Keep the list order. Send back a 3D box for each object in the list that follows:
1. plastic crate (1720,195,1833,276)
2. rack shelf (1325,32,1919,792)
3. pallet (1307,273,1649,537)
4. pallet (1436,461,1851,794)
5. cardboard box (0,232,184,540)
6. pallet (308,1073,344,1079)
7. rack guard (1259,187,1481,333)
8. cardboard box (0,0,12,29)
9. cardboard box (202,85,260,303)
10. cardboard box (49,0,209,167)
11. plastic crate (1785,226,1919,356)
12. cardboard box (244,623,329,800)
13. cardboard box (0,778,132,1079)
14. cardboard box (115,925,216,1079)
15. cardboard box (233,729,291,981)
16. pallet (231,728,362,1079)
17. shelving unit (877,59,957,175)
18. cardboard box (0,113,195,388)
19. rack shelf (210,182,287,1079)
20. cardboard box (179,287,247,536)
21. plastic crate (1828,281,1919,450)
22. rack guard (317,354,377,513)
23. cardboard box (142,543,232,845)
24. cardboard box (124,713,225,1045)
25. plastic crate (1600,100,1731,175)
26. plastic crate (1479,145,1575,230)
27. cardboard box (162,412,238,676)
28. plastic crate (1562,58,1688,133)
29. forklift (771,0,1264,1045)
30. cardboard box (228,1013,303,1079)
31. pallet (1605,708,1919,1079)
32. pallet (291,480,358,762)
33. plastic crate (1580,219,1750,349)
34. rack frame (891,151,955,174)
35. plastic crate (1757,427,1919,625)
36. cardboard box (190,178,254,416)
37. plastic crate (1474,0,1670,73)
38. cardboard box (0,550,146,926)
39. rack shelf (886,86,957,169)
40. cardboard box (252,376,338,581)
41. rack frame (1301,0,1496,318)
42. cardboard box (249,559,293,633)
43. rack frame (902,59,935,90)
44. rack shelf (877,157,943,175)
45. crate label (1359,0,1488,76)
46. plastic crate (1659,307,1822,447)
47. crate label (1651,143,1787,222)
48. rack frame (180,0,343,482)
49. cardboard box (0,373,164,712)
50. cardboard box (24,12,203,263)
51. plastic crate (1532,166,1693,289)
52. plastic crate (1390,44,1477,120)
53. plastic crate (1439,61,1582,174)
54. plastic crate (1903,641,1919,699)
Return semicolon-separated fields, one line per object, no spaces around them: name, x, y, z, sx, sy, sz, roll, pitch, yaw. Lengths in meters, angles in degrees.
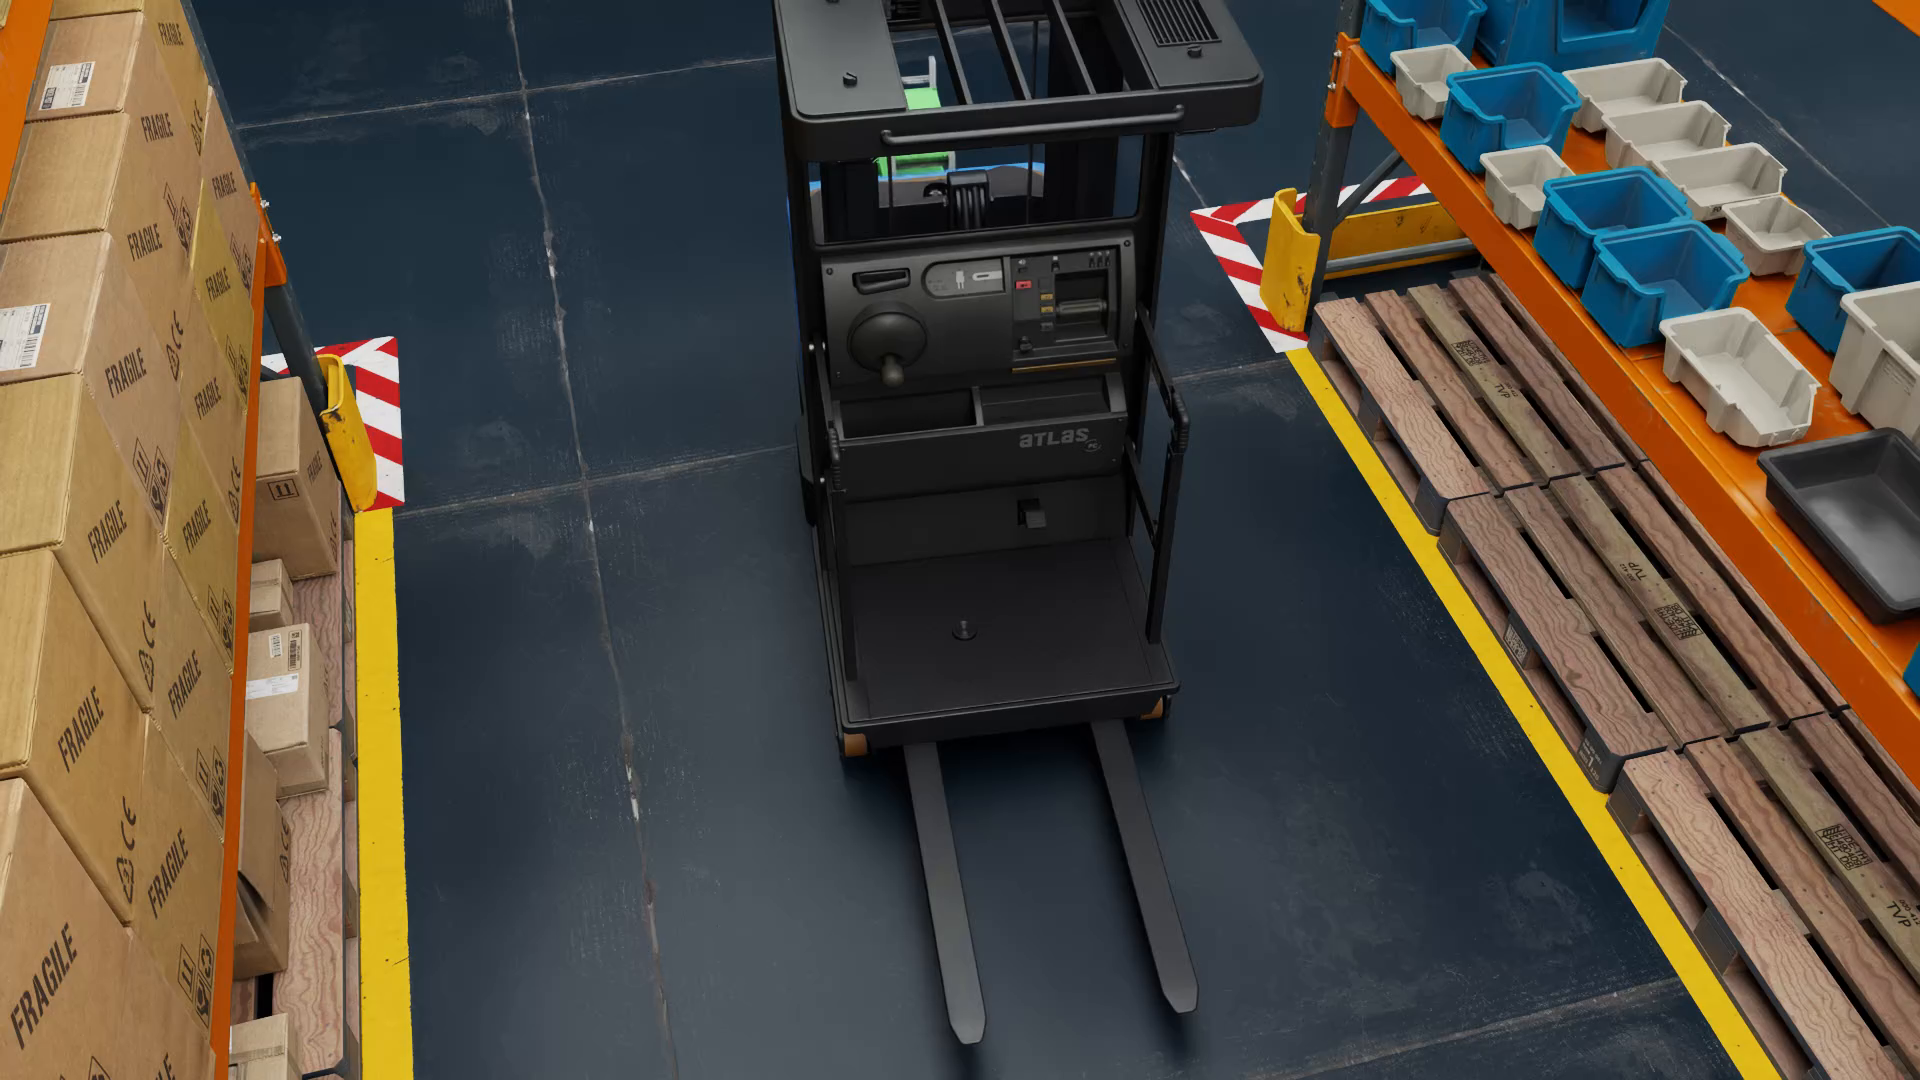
plastic crate;2.561;-0.945;5.219;0.298;0.136;0.250;-11;47;-10
rack shelf;2.441;-0.505;5.149;1.077;0.370;4.000;-11;47;-10
pallet;2.102;-0.586;6.676;1.003;0.211;1.213;-11;47;-10
pallet;2.411;0.255;5.852;1.003;0.211;1.213;-11;47;-10
cardboard box;-2.082;-0.303;3.676;0.500;0.500;0.500;-9;46;-9
pallet;-2.012;2.028;4.114;1.003;0.211;1.213;-11;47;-10
rack guard;1.910;-1.277;7.152;1.175;0.500;0.348;-11;47;-10
cardboard box;-2.216;-1.236;3.366;0.500;0.250;0.500;-11;47;-10
cardboard box;-2.483;-1.010;5.070;0.500;0.500;0.500;-9;46;-9
cardboard box;-2.481;-1.363;4.715;0.500;0.500;0.500;-11;47;-11
plastic crate;2.702;-0.729;4.940;0.416;0.233;0.300;-11;47;-10
cardboard box;-2.269;0.565;5.213;0.500;0.250;0.500;-11;47;-10
cardboard box;-1.685;0.765;2.630;0.500;0.500;0.500;-10;46;-9
cardboard box;-1.704;1.090;3.012;0.500;0.500;0.500;-10;46;-9
cardboard box;-2.323;0.950;4.658;0.797;0.503;0.637;-11;47;-10
pallet;-2.327;1.185;4.941;1.003;0.211;1.213;-11;47;-10
shelving unit;-0.177;-1.236;6.622;0.258;1.200;0.503;-6;46;-6
cardboard box;-2.214;-0.657;4.024;0.500;0.500;0.500;-10;46;-9
rack shelf;-2.349;0.398;4.264;1.077;0.370;4.000;-11;47;-10
cardboard box;-2.224;-0.307;4.381;0.500;0.500;0.500;-10;46;-10
plastic crate;2.740;-0.444;4.626;0.437;0.282;0.530;-11;47;-10
rack guard;-2.841;-0.308;6.201;1.175;0.500;0.348;-11;47;-10
cardboard box;-1.964;0.391;3.696;0.500;0.500;0.500;-11;47;-11
cardboard box;-1.838;0.737;3.357;0.500;0.500;0.500;-10;46;-10
plastic crate;2.373;-1.334;5.600;0.396;0.136;0.243;-11;47;-10
plastic crate;1.849;-1.131;5.401;0.250;0.136;0.298;-11;47;-10
cardboard box;-2.095;0.040;4.040;0.500;0.500;0.500;-11;47;-11
plastic crate;2.312;-1.537;5.798;0.396;0.136;0.243;-11;47;-10
forklift;0.097;-0.586;4.772;1.130;2.935;3.031;-6;46;-6
cardboard box;-1.966;1.440;4.415;0.380;0.166;0.250;-11;47;-10
pallet;2.727;1.099;5.025;1.003;0.211;1.213;-11;47;-10
pallet;-2.636;0.344;5.765;1.003;0.211;1.213;-11;47;-10
plastic crate;2.087;-0.754;4.963;0.416;0.233;0.300;-11;47;-10
rack frame;-0.139;-1.064;6.453;0.240;1.200;0.015;-6;46;-6
plastic crate;2.406;-0.025;4.325;0.437;0.125;0.590;-11;47;-10
cardboard box;-2.347;-0.653;4.720;0.500;0.500;0.500;-10;46;-10
plastic crate;2.195;-1.974;6.018;0.616;0.435;0.499;-11;47;-10
cardboard box;-1.818;0.409;2.979;0.500;0.500;0.500;-12;47;-12
rack shelf;-0.177;-1.528;6.324;0.258;0.148;0.480;-6;46;-6
cardboard box;-2.483;-0.184;5.772;0.500;0.500;0.500;-11;47;-10
rack frame;1.929;-2.138;6.245;1.000;3.000;0.127;-11;47;-10
cardboard box;-2.467;0.229;5.601;0.380;0.166;0.250;-11;47;-10
rack frame;-0.215;-1.409;6.790;0.240;1.200;0.015;-6;46;-6
rack shelf;-0.177;-1.360;6.496;0.258;0.148;0.480;-6;46;-6
crate label;1.673;-1.870;6.057;0.416;0.233;0.303;-11;47;-10
plastic crate;2.216;-0.452;4.736;0.293;0.136;0.466;-11;47;-10
crate label;2.467;-1.146;5.416;0.396;0.136;0.243;-11;47;-10
rack frame;-2.861;-1.235;5.360;1.000;3.000;0.127;-11;47;-10
cardboard box;-1.949;0.054;3.327;0.500;0.500;0.500;-12;47;-11
cardboard box;-2.351;-1.014;4.374;0.500;0.500;0.500;-10;46;-9
plastic crate;2.011;-0.961;5.166;0.416;0.233;0.300;-11;47;-10
plastic crate;1.676;-1.599;5.860;0.250;0.136;0.298;-11;47;-10
plastic crate;1.842;-1.415;5.612;0.416;0.233;0.300;-11;47;-10
plastic crate;2.503;0.348;3.778;0.392;0.384;0.575;-11;47;-10
